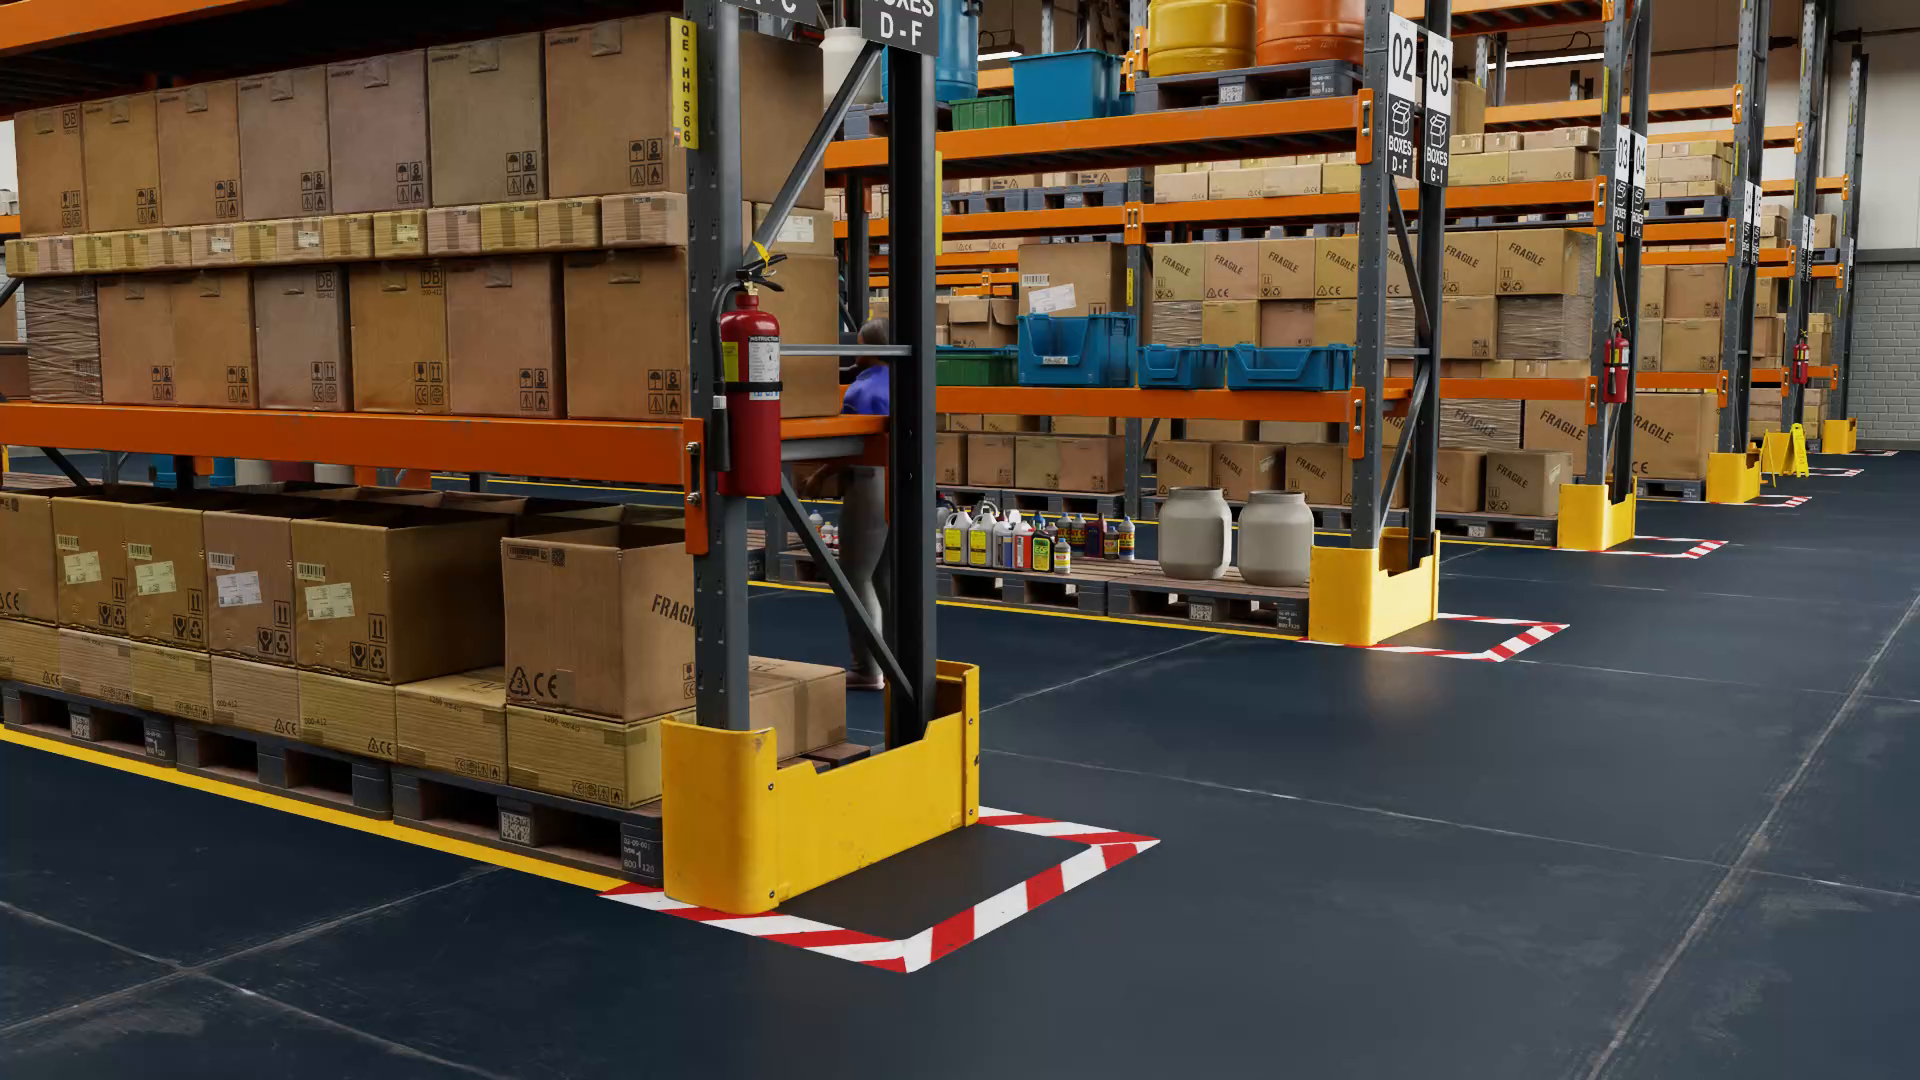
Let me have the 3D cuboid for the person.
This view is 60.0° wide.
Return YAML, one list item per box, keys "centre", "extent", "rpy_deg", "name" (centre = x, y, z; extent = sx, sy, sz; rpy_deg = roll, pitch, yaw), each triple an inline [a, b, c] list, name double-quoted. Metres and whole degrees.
- centre: [-0.451, -0.168, 7.519]
  extent: [0.491, 1.656, 0.464]
  rpy_deg: [4, 8, 33]
  name: "person"
